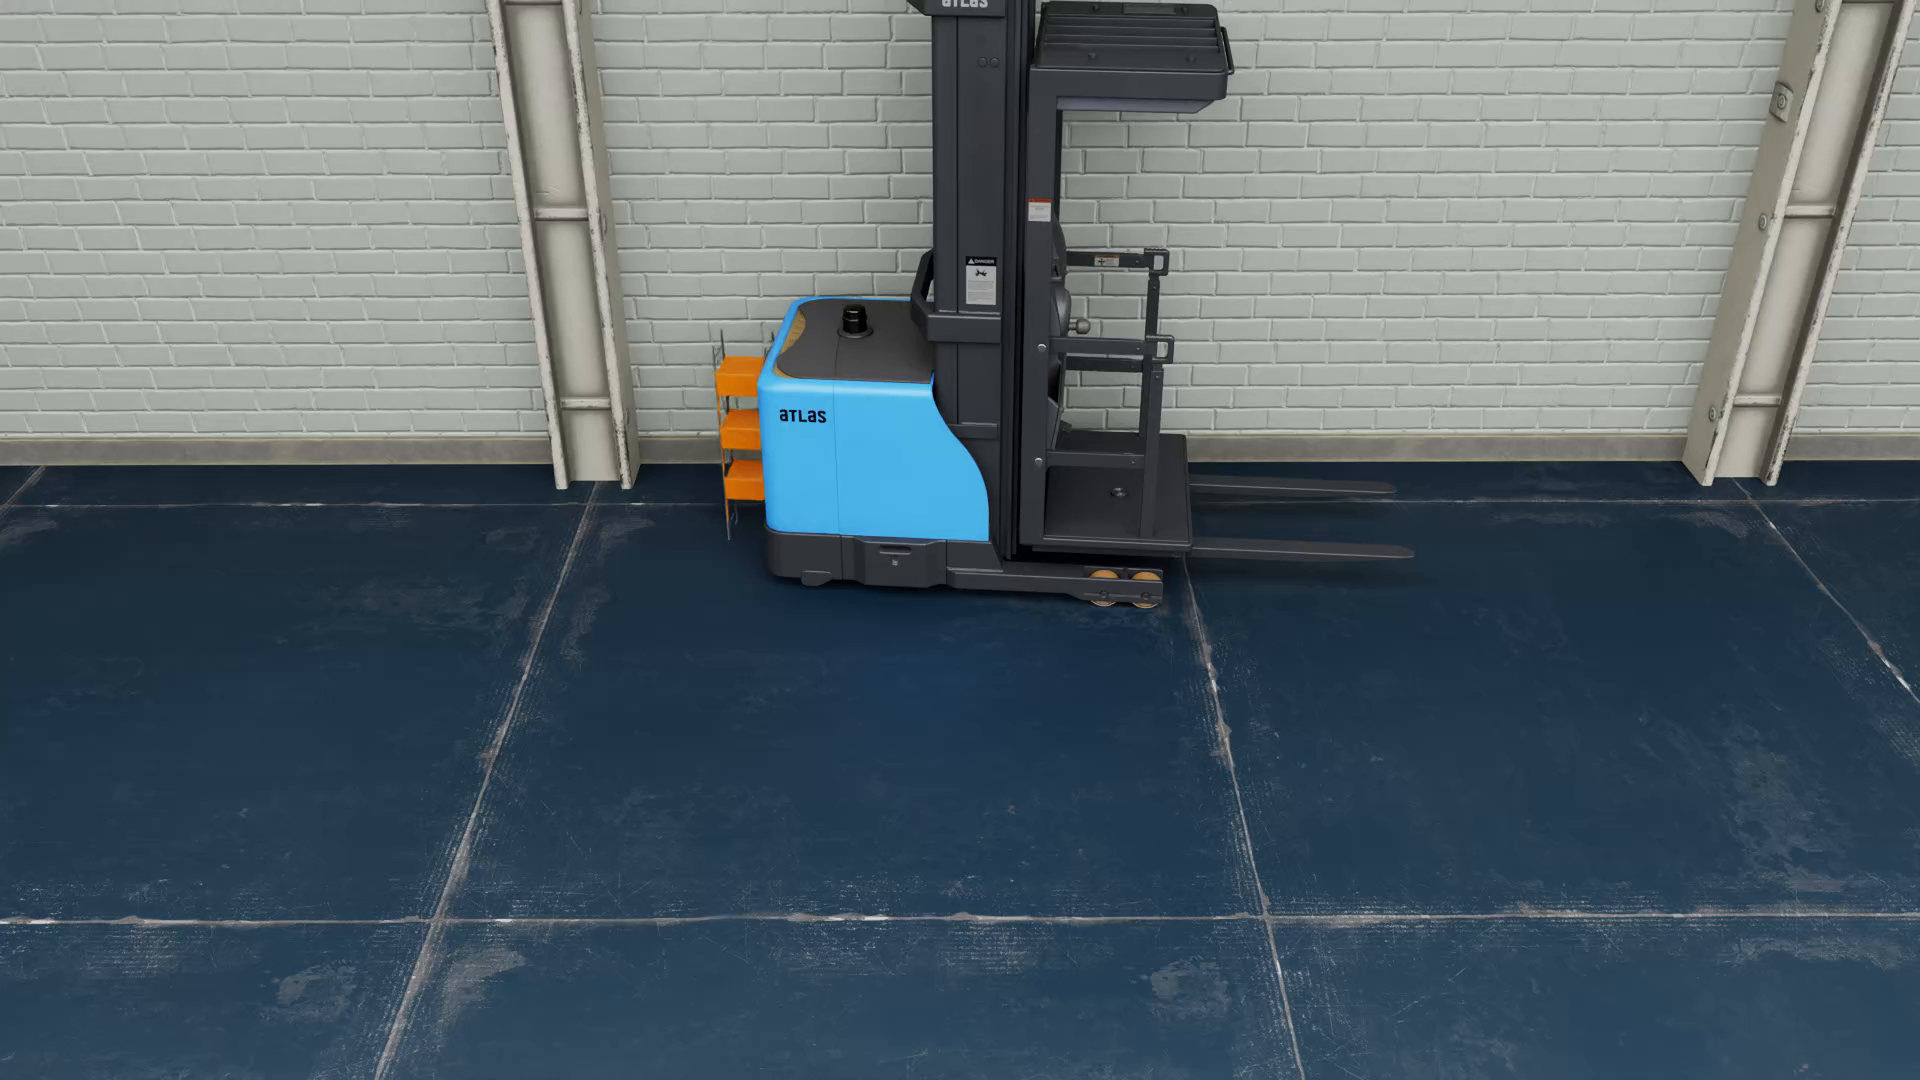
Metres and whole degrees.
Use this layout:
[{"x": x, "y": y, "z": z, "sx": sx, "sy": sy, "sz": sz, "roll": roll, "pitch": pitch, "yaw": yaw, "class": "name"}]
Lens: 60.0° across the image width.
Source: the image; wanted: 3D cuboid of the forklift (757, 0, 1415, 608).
[{"x": 0.626, "y": -1.225, "z": 7.443, "sx": 3.031, "sy": 2.935, "sz": 1.130, "roll": 3, "pitch": 31, "yaw": 4, "class": "forklift"}]

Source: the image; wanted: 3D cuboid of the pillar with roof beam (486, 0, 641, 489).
[{"x": -1.887, "y": -1.962, "z": 2.809, "sx": 0.400, "sy": 9.000, "sz": 9.100, "roll": 0, "pitch": 31, "yaw": 0, "class": "pillar with roof beam"}]

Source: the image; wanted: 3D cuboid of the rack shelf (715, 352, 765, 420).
[{"x": -1.016, "y": -0.727, "z": 7.909, "sx": 0.240, "sy": 0.259, "sz": 0.215, "roll": 3, "pitch": 31, "yaw": 5, "class": "rack shelf"}]

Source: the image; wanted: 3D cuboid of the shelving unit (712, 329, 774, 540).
[{"x": -1.015, "y": -0.493, "z": 8.051, "sx": 0.252, "sy": 1.050, "sz": 0.215, "roll": 3, "pitch": 31, "yaw": 5, "class": "shelving unit"}]

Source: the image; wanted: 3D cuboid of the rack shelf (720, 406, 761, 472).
[{"x": -1.015, "y": -0.484, "z": 8.056, "sx": 0.240, "sy": 0.259, "sz": 0.215, "roll": 3, "pitch": 31, "yaw": 5, "class": "rack shelf"}]

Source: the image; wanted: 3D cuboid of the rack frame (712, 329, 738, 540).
[{"x": -1.137, "y": -0.499, "z": 8.061, "sx": 0.008, "sy": 1.050, "sz": 0.200, "roll": 3, "pitch": 31, "yaw": 5, "class": "rack frame"}]

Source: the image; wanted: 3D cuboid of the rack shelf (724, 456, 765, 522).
[{"x": -1.015, "y": -0.247, "z": 8.200, "sx": 0.240, "sy": 0.259, "sz": 0.215, "roll": 3, "pitch": 31, "yaw": 5, "class": "rack shelf"}]

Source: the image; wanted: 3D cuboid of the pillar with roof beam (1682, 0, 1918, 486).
[{"x": 4.112, "y": -1.981, "z": 2.839, "sx": 0.400, "sy": 9.000, "sz": 9.100, "roll": 0, "pitch": 31, "yaw": 0, "class": "pillar with roof beam"}]

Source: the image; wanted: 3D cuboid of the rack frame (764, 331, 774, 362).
[{"x": -0.894, "y": -0.488, "z": 8.041, "sx": 0.008, "sy": 1.050, "sz": 0.200, "roll": 3, "pitch": 31, "yaw": 5, "class": "rack frame"}]
